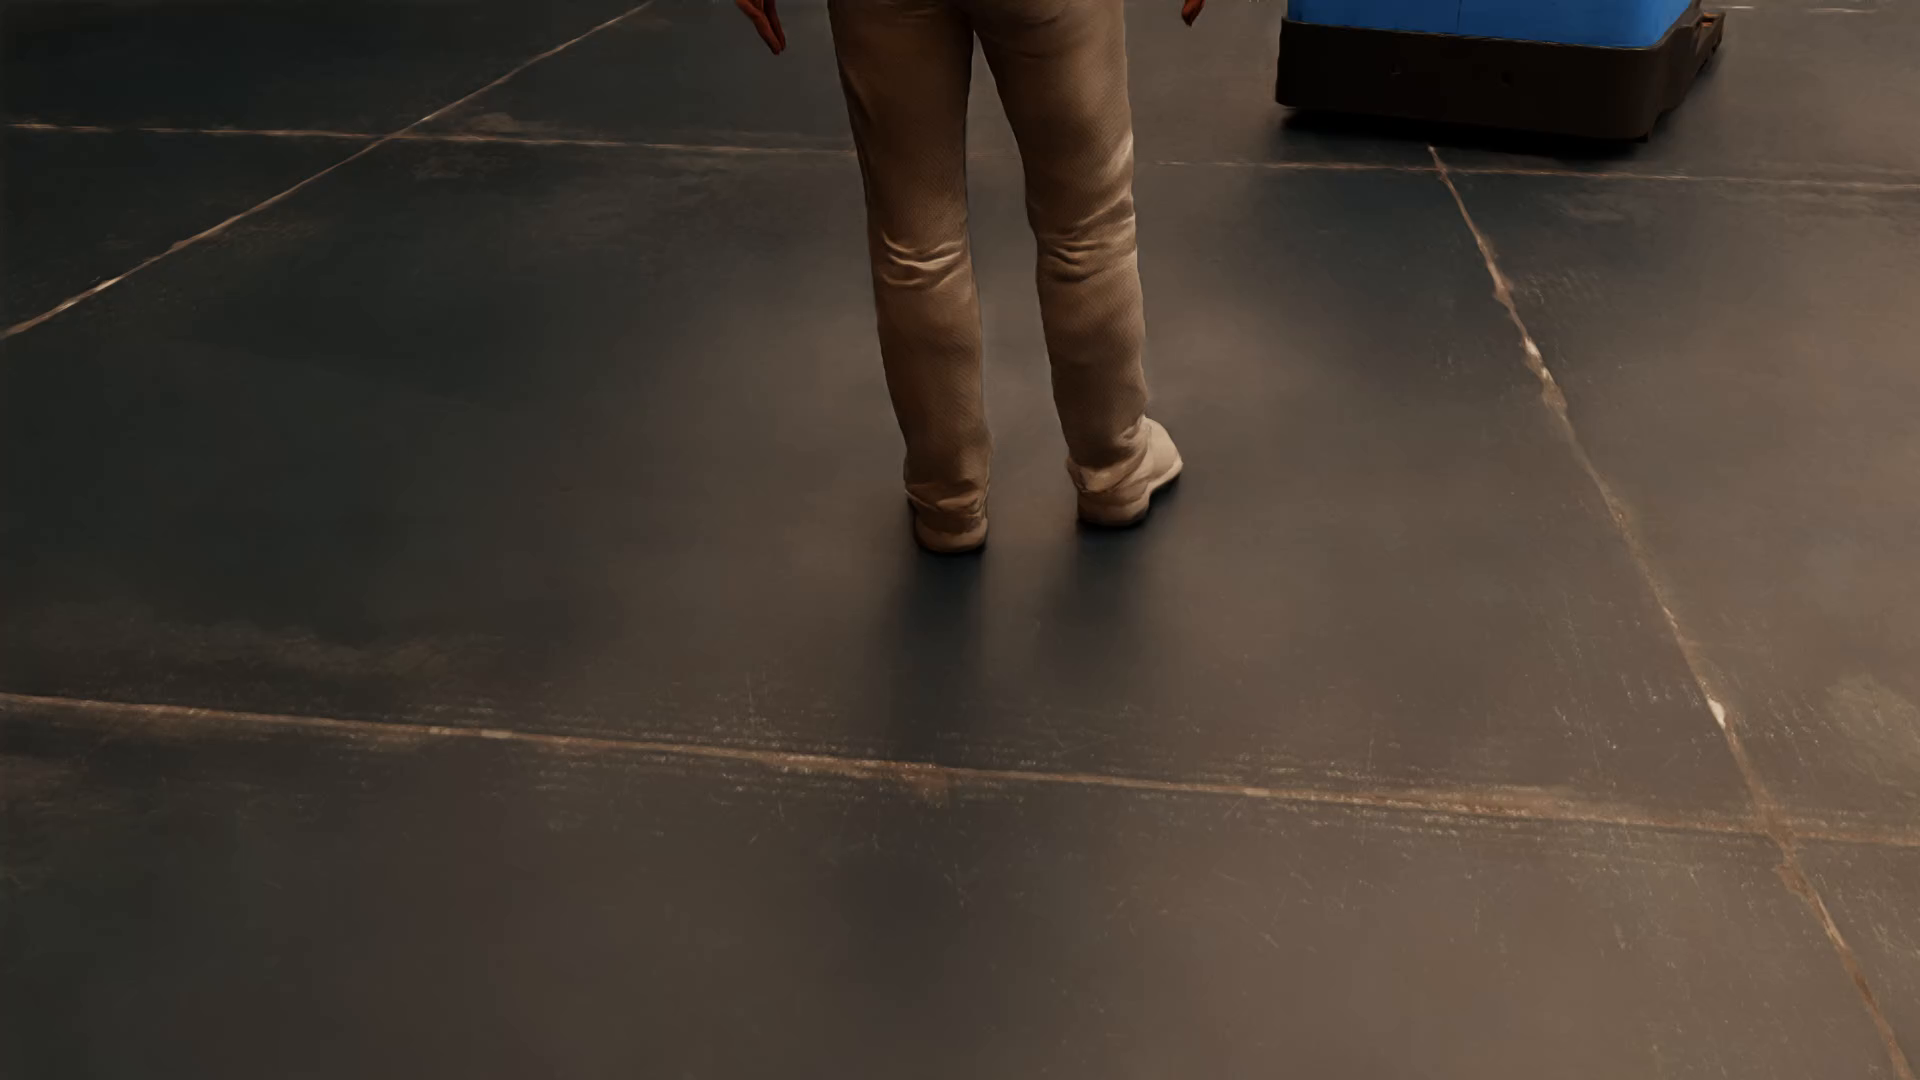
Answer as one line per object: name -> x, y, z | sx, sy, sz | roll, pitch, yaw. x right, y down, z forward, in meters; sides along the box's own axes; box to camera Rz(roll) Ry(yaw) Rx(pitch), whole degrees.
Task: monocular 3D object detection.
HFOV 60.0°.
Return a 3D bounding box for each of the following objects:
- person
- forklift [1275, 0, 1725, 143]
person -> 0.020, -0.827, 2.163 | 0.655, 1.766, 0.576 | 3, 27, 7
forklift -> 2.073, -3.028, 5.286 | 1.130, 2.935, 3.031 | 13, 29, 25
